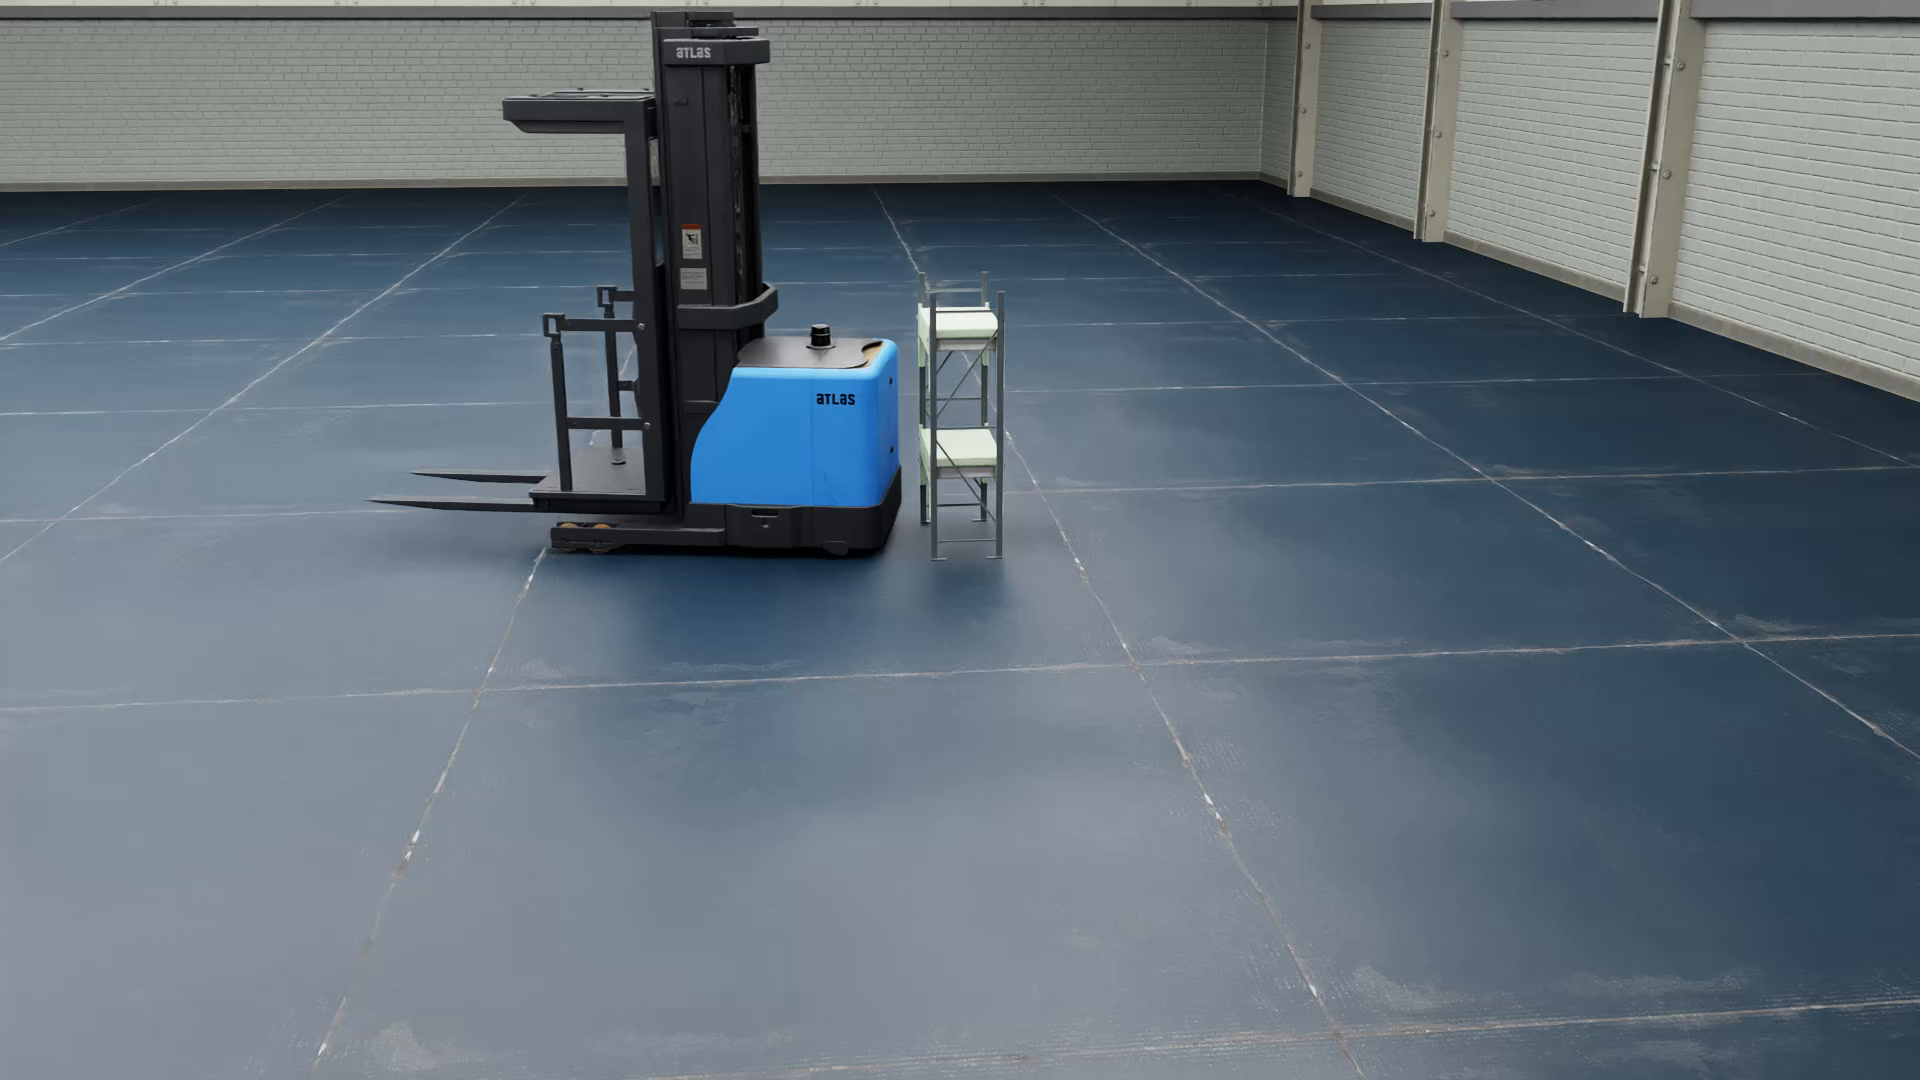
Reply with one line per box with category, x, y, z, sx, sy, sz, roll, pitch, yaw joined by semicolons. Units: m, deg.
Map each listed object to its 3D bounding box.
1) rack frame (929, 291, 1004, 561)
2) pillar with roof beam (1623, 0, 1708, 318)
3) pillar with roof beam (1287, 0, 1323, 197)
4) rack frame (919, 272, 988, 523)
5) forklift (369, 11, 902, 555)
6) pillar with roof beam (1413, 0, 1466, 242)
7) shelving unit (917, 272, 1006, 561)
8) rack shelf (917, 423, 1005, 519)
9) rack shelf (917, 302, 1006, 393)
rack frame;0.037;-0.609;9.111;0.400;1.500;0.023;-2;18;-6
pillar with roof beam;2.758;-6.476;15.283;9.100;9.000;0.400;-2;18;-6
pillar with roof beam;1.520;-10.052;26.671;9.100;9.000;0.400;-2;18;-6
rack frame;-0.038;-0.827;9.806;0.400;1.500;0.023;-2;18;-6
forklift;-1.905;-1.476;9.485;3.031;2.935;1.130;2;17;5
pillar with roof beam;2.139;-8.264;20.977;9.100;9.000;0.400;-2;18;-6
shelving unit;-0.001;-0.718;9.459;0.431;1.500;0.755;-2;18;-6
rack shelf;-0.001;-0.407;9.556;0.431;0.370;0.720;-2;18;-6
rack shelf;-0.001;-1.090;9.342;0.431;0.370;0.720;-2;18;-6
